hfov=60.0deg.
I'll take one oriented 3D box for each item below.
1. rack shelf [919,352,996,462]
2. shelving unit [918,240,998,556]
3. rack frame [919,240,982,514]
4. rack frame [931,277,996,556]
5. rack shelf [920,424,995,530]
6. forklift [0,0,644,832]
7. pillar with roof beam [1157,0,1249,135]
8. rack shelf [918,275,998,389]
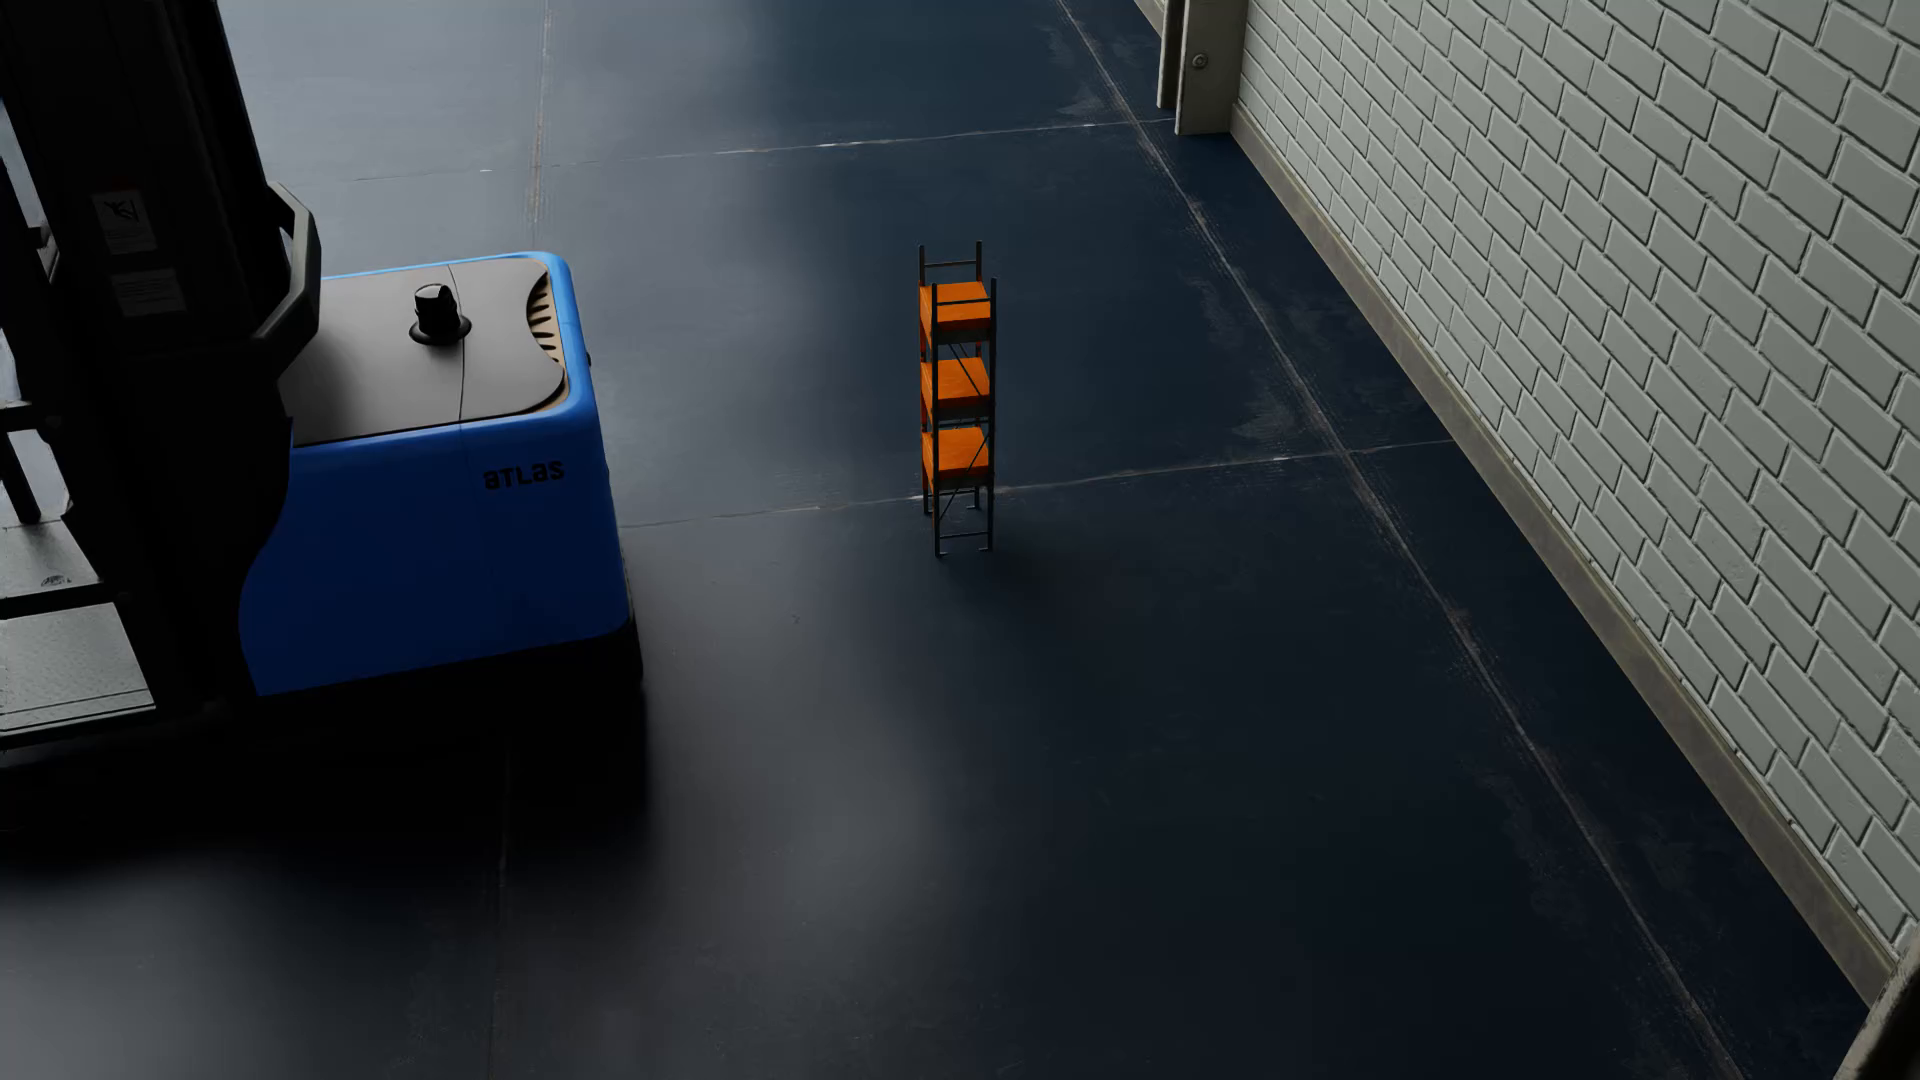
[{"bbox_3d":[-0.009,-0.439,5.476,0.215,0.259,0.240,-6,38,-8],"label":"rack shelf"},{"bbox_3d":[-0.009,-0.447,5.470,0.215,1.050,0.252,-6,38,-8],"label":"shelving unit"},{"bbox_3d":[-0.031,-0.521,5.564,0.200,1.050,0.008,-6,38,-8],"label":"rack frame"},{"bbox_3d":[0.012,-0.373,5.375,0.200,1.050,0.008,-6,38,-8],"label":"rack frame"},{"bbox_3d":[-0.009,-0.219,5.647,0.215,0.259,0.240,-6,38,-8],"label":"rack shelf"},{"bbox_3d":[-2.547,-0.695,4.256,3.031,2.935,1.130,-10,39,-12],"label":"forklift"},{"bbox_3d":[-3.026,-5.264,5.191,9.100,9.000,0.400,-6,38,-8],"label":"pillar with roof beam"},{"bbox_3d":[-0.009,-0.663,5.302,0.215,0.259,0.240,-6,38,-8],"label":"rack shelf"}]
